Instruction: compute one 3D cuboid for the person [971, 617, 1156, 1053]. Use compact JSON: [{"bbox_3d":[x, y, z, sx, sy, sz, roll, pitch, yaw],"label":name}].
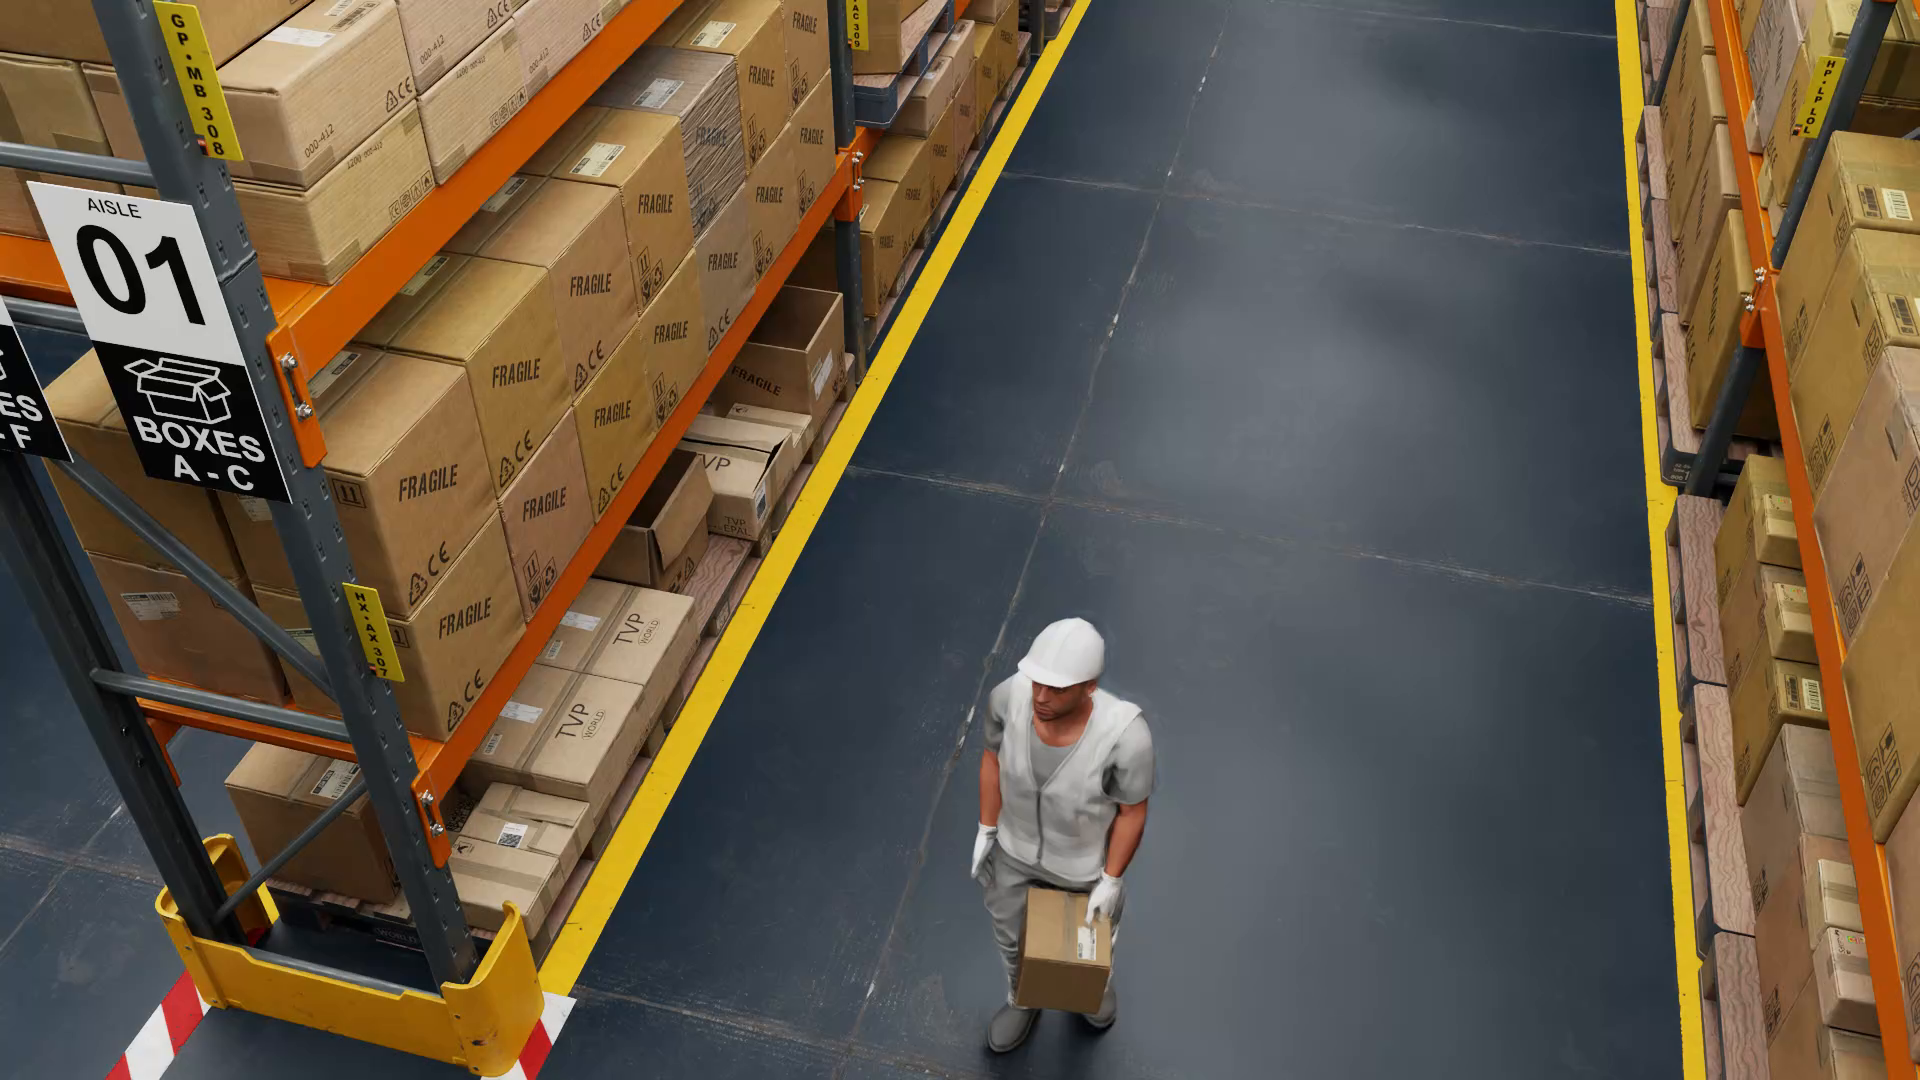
[{"bbox_3d":[0.308,0.915,5.075,0.534,1.787,0.506,18,44,20],"label":"person"}]
